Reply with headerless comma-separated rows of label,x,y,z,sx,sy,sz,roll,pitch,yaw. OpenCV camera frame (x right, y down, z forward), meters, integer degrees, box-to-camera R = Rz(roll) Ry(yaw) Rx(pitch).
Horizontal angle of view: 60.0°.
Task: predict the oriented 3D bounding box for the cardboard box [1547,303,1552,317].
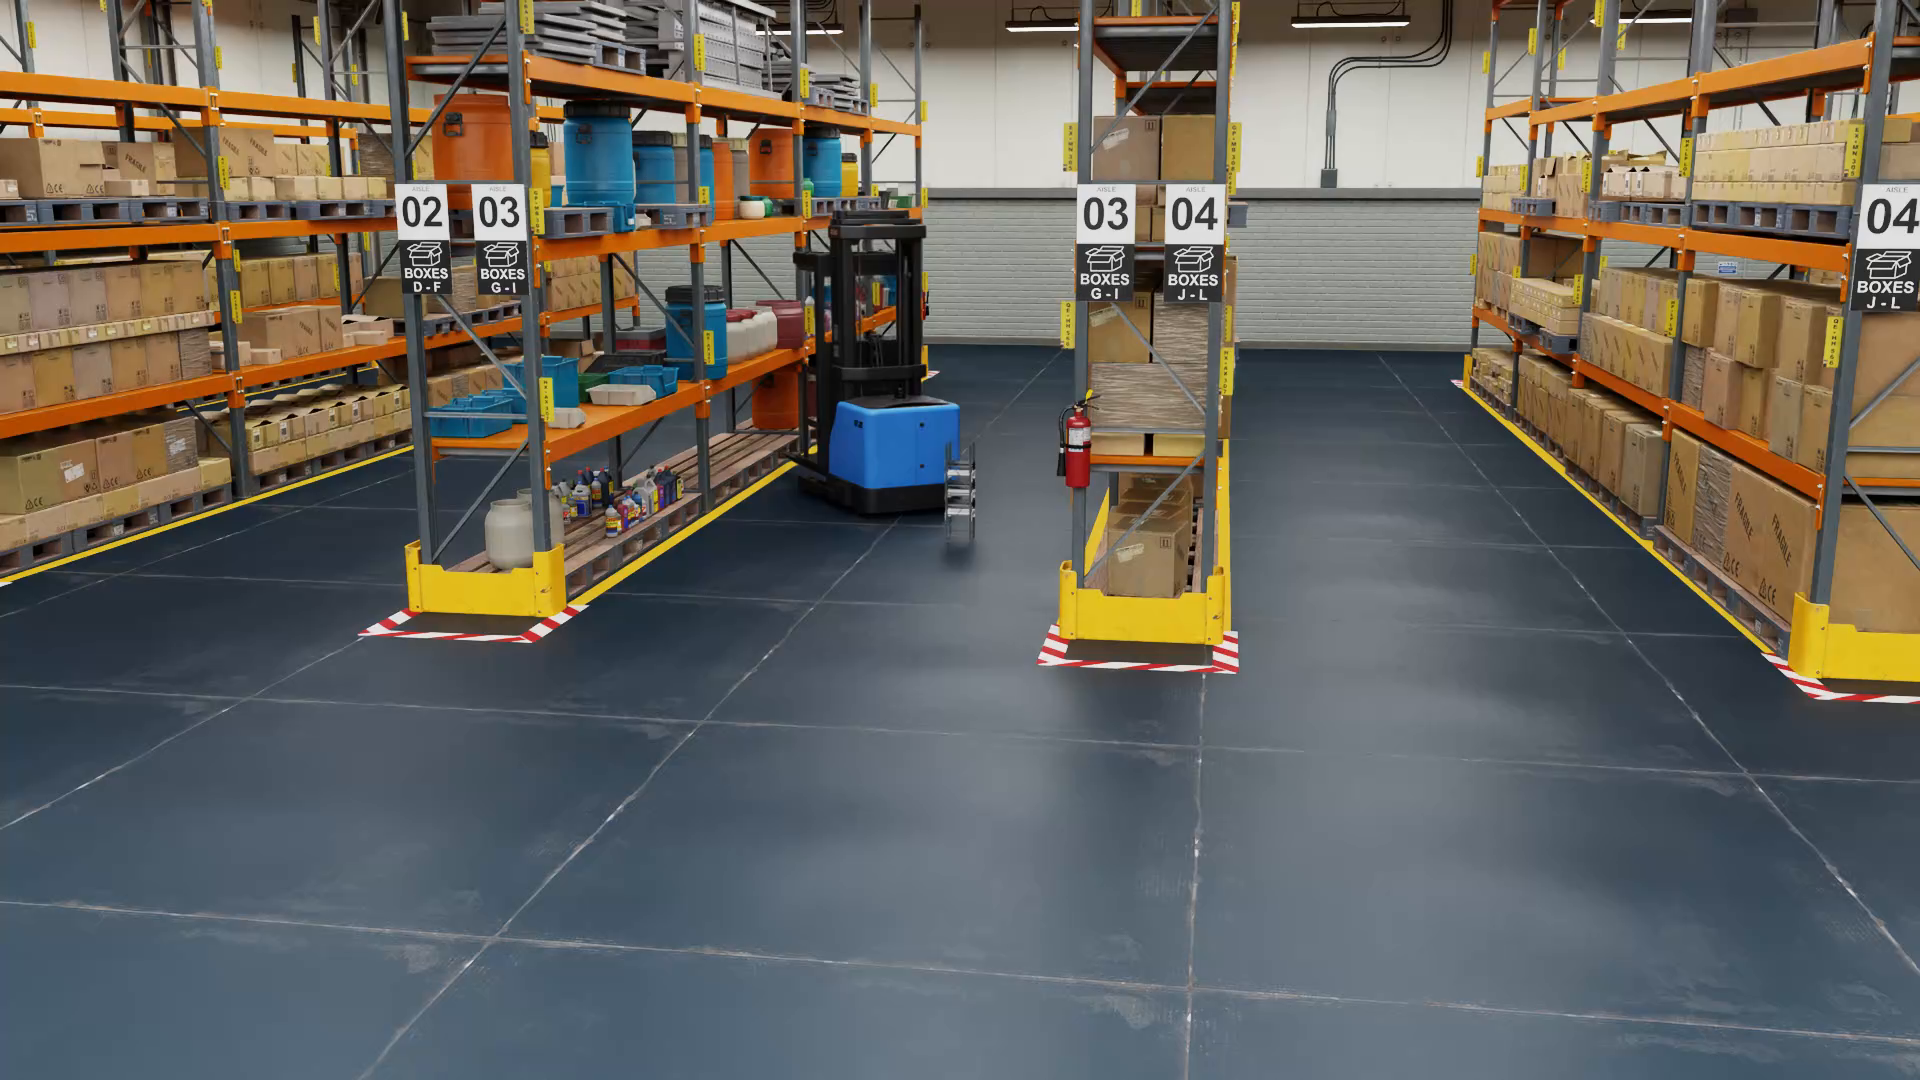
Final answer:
cardboard box,7.119,-2.698,19.544,0.380,0.149,0.250,2,12,10

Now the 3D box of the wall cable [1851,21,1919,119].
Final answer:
wall cable,17.639,-7.790,29.946,2.988,3.039,0.133,2,12,9

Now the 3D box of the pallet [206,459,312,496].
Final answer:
pallet,-7.798,-0.705,18.019,1.003,0.211,1.213,2,12,9

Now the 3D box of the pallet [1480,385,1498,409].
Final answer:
pallet,8.284,-2.108,24.528,1.003,0.211,1.213,2,12,9

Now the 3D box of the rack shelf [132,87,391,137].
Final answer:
rack shelf,-7.565,-4.715,18.425,1.077,0.370,4.000,2,12,9

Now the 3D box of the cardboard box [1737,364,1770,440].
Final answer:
cardboard box,6.511,-1.068,12.732,0.875,0.550,0.500,2,12,9

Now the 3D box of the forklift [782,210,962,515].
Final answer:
forklift,-1.065,-1.947,17.328,1.130,2.935,3.031,-6,13,-25

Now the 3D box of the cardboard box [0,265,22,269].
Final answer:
cardboard box,-12.176,-3.414,21.149,0.380,0.149,0.250,0,12,1

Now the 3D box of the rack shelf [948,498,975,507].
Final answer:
rack shelf,0.001,-0.321,15.189,0.258,0.077,0.200,2,12,9

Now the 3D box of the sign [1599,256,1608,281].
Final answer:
sign,8.580,-3.624,22.197,0.100,0.325,0.005,2,12,9

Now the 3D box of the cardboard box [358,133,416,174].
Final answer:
cardboard box,-7.184,-4.840,20.860,0.500,0.500,0.500,2,12,9

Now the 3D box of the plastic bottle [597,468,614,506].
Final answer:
plastic bottle,-3.371,-0.513,15.753,0.144,0.351,0.185,2,12,9

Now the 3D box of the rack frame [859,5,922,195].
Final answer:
rack frame,-1.134,-7.183,27.218,1.000,3.000,0.127,2,12,9

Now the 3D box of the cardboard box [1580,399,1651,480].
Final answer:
cardboard box,7.102,-1.042,17.308,1.050,0.750,0.750,2,12,10

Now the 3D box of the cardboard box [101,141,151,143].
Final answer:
cardboard box,-11.873,-5.541,23.659,0.500,0.250,0.500,1,12,7

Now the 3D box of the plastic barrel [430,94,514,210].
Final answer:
plastic barrel,-3.645,-2.906,12.479,0.600,0.830,0.708,2,12,9

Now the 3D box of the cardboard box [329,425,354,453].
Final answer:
cardboard box,-7.330,-1.170,19.091,0.500,0.250,0.500,2,12,10

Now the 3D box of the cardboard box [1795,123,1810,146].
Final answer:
cardboard box,6.019,-2.805,11.495,0.380,0.149,0.250,2,12,10

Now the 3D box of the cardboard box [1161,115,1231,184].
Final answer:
cardboard box,1.795,-2.964,12.634,0.500,0.500,0.500,2,12,8

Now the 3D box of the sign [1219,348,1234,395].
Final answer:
sign,1.836,-1.164,11.478,0.100,0.325,0.005,2,12,9

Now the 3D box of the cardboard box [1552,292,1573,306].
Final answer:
cardboard box,7.079,-2.785,19.239,0.380,0.149,0.250,2,12,8

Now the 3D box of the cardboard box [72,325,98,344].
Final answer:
cardboard box,-7.978,-1.841,14.896,0.380,0.149,0.250,2,12,9

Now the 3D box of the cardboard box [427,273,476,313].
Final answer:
cardboard box,-6.943,-3.319,22.296,0.700,0.500,0.500,4,13,19

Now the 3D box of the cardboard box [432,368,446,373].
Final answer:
cardboard box,-7.266,-2.049,22.527,0.500,0.500,0.500,1,12,7

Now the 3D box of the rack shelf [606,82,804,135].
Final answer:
rack shelf,-2.671,-4.554,17.677,1.077,0.370,4.000,2,12,9

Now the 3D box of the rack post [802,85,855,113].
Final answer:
rack post,-1.934,-5.680,21.433,0.937,0.300,0.954,3,13,15

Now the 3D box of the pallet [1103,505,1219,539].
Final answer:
pallet,1.847,-0.087,15.154,1.003,0.211,1.213,2,12,9

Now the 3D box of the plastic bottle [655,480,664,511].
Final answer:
plastic bottle,-2.807,-0.421,15.485,0.061,0.283,0.133,3,12,12

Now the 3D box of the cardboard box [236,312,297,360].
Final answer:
cardboard box,-7.658,-2.231,18.245,0.500,0.500,0.500,3,12,13

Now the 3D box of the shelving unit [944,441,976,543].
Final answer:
shelving unit,0.001,-0.442,15.163,0.258,0.900,0.210,2,12,9

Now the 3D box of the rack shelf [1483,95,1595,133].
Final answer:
rack shelf,8.338,-6.071,23.775,1.077,0.370,4.000,2,12,9

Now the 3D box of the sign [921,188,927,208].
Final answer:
sign,-0.587,-5.651,27.478,0.100,0.325,0.005,2,12,9

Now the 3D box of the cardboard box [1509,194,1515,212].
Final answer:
cardboard box,7.928,-4.683,23.094,0.500,0.250,0.500,2,12,8

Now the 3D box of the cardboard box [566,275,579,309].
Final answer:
cardboard box,-6.219,-3.831,25.671,0.500,0.500,0.500,2,12,10

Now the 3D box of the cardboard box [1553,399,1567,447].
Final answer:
cardboard box,7.258,-1.371,19.429,0.500,0.500,0.500,2,12,8

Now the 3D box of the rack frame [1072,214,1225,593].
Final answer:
rack frame,1.300,-0.759,11.651,1.000,3.000,0.127,2,12,9

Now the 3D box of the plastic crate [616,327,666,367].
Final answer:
plastic crate,-3.207,-1.894,16.766,0.402,0.464,0.583,2,12,9

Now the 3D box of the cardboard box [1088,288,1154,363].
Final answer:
cardboard box,1.140,-1.564,12.072,0.500,0.500,0.500,2,12,9

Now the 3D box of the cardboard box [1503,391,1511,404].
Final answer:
cardboard box,7.754,-1.979,23.085,0.380,0.149,0.250,2,12,9

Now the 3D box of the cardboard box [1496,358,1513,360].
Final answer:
cardboard box,8.103,-2.582,24.469,0.380,0.149,0.250,2,12,9

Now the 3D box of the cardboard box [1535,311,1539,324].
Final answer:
cardboard box,7.240,-2.709,20.301,0.380,0.149,0.250,2,12,10

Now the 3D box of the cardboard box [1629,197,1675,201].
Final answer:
cardboard box,7.766,-3.868,18.720,0.500,0.500,0.500,2,12,9

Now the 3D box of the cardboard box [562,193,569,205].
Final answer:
cardboard box,-6.242,-5.169,25.350,0.500,0.250,0.500,2,12,9

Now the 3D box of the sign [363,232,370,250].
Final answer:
sign,-10.389,-5.232,29.098,0.100,0.325,0.005,2,12,9

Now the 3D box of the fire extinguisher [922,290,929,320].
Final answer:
fire extinguisher,-0.661,-4.047,27.975,0.296,0.674,0.183,2,12,9

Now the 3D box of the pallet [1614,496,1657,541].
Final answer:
pallet,6.845,-0.210,15.722,1.003,0.211,1.213,2,12,9

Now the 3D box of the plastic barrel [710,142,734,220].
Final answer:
plastic barrel,-2.805,-3.961,18.369,0.600,0.830,0.708,2,12,9

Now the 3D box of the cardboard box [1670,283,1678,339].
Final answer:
cardboard box,6.871,-2.051,15.036,0.700,0.500,0.500,2,12,8

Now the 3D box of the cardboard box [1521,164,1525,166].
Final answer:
cardboard box,7.839,-5.037,22.604,0.380,0.149,0.250,2,12,10

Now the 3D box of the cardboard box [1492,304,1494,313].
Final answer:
cardboard box,8.143,-3.455,24.758,0.380,0.149,0.250,2,12,8

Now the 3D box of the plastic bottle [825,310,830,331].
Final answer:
plastic bottle,-1.755,-2.865,21.729,0.097,0.271,0.097,0,12,0

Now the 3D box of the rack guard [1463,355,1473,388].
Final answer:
rack guard,8.634,-2.670,26.452,1.175,0.500,0.348,2,12,9

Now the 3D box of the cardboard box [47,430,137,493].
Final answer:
cardboard box,-7.953,-0.725,15.243,0.500,0.500,0.500,2,12,9

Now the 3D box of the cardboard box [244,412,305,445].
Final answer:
cardboard box,-7.481,-1.230,18.038,0.500,0.311,0.500,2,12,8

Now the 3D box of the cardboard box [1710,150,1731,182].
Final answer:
cardboard box,6.372,-3.005,13.367,0.500,0.250,0.500,2,12,8

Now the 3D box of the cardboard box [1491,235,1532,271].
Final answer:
cardboard box,8.066,-4.187,24.241,0.500,0.500,0.500,1,12,7
